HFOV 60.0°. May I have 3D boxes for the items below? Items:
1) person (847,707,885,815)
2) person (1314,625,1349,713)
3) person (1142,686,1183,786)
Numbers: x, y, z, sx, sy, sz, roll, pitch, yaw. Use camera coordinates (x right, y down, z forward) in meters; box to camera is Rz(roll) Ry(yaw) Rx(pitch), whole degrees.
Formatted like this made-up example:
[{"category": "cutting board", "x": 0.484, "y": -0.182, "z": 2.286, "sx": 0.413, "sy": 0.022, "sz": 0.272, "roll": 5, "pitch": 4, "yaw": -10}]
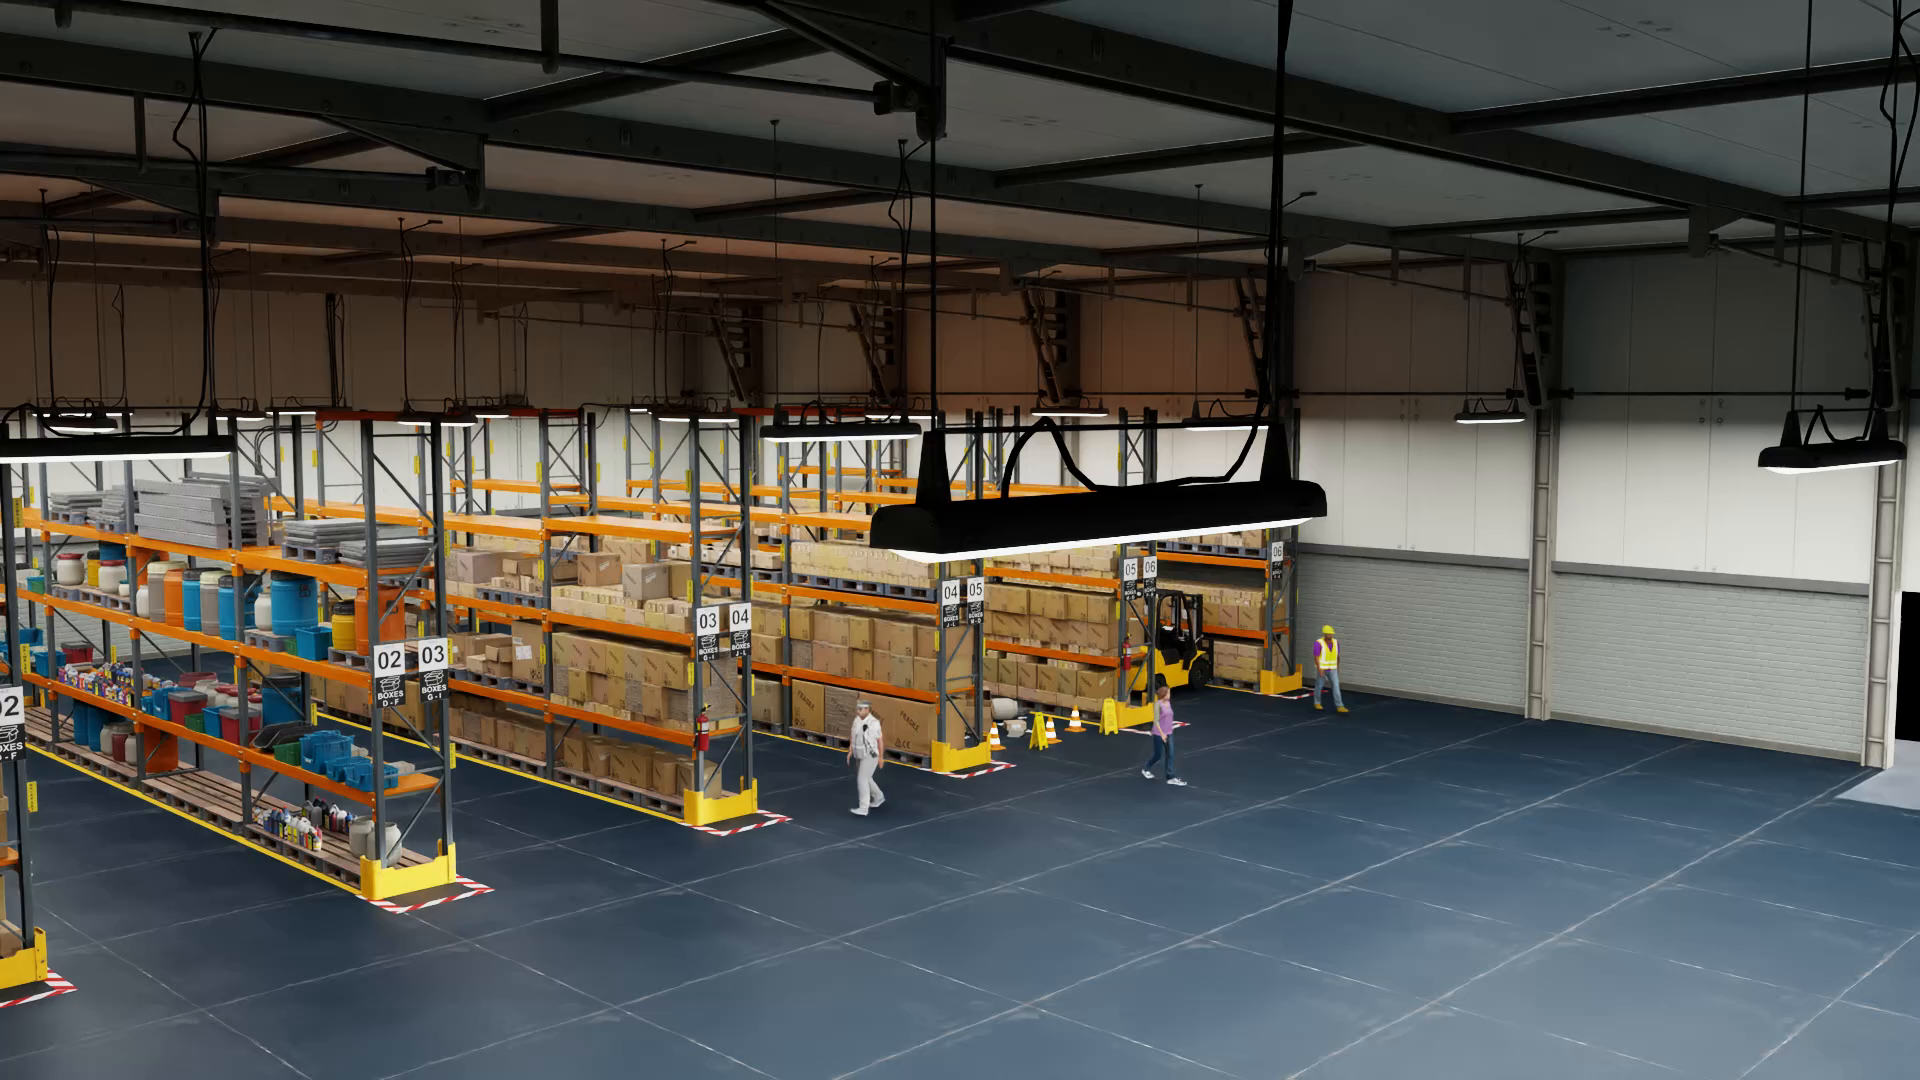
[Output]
[{"category": "person", "x": -1.416, "y": 3.275, "z": 25.151, "sx": 0.844, "sy": 1.688, "sz": 0.579, "roll": -4, "pitch": 6, "yaw": -35}, {"category": "person", "x": 7.278, "y": 2.541, "z": 32.814, "sx": 0.595, "sy": 1.711, "sz": 1.029, "roll": -1, "pitch": 5, "yaw": -9}, {"category": "person", "x": 3.315, "y": 3.162, "z": 26.993, "sx": 0.779, "sy": 1.563, "sz": 0.503, "roll": 4, "pitch": 7, "yaw": 39}]
